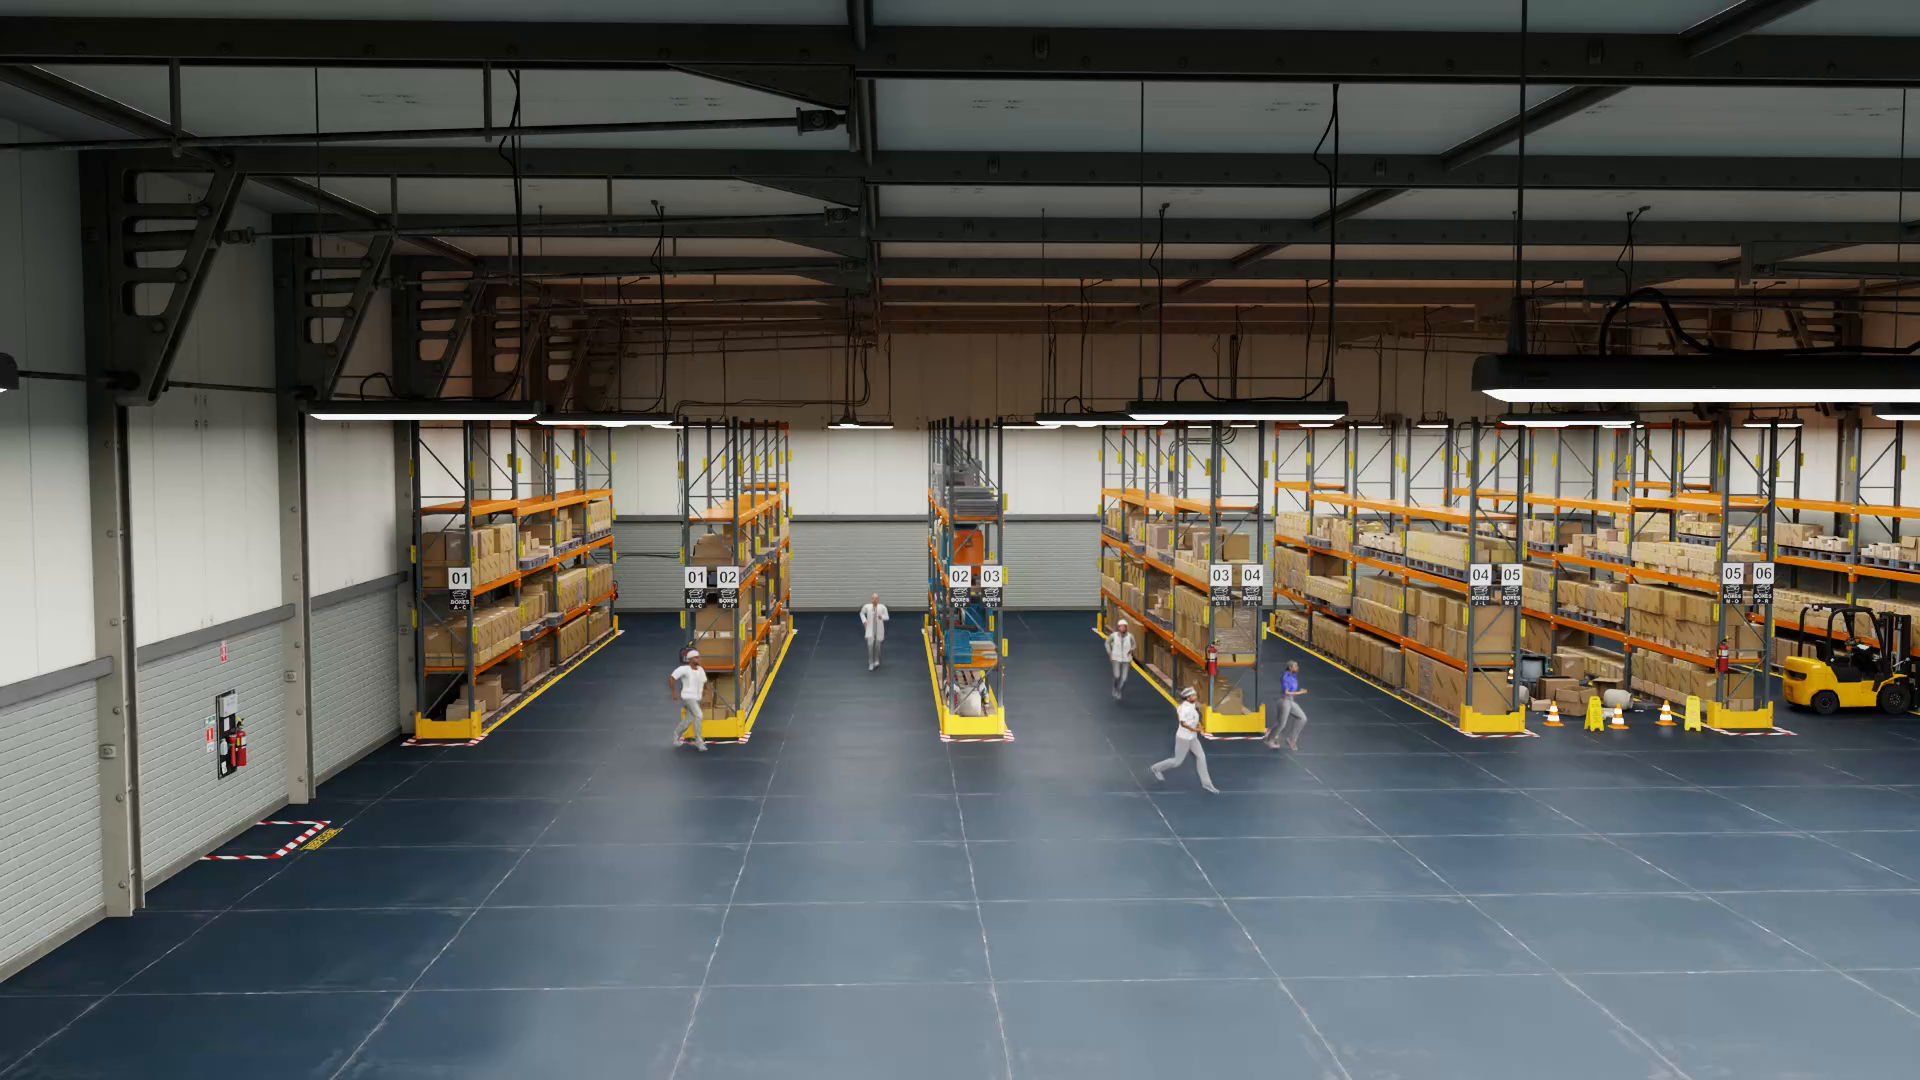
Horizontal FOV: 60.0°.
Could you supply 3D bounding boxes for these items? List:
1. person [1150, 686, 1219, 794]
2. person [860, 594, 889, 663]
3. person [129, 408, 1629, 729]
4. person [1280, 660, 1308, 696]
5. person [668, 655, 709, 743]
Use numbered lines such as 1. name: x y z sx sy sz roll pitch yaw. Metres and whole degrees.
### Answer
1. person: 3.620 3.163 26.418 0.987 1.705 0.514 2 4 26
2. person: -2.057 2.136 40.086 0.682 1.672 0.774 0 4 -5
3. person: 1.304 0.913 27.778 23.615 6.000 15.158 0 4 -3
4. person: 5.931 2.533 29.682 0.614 0.790 0.602 2 4 29
5. person: -4.841 2.827 30.027 0.744 1.585 0.716 2 4 29
